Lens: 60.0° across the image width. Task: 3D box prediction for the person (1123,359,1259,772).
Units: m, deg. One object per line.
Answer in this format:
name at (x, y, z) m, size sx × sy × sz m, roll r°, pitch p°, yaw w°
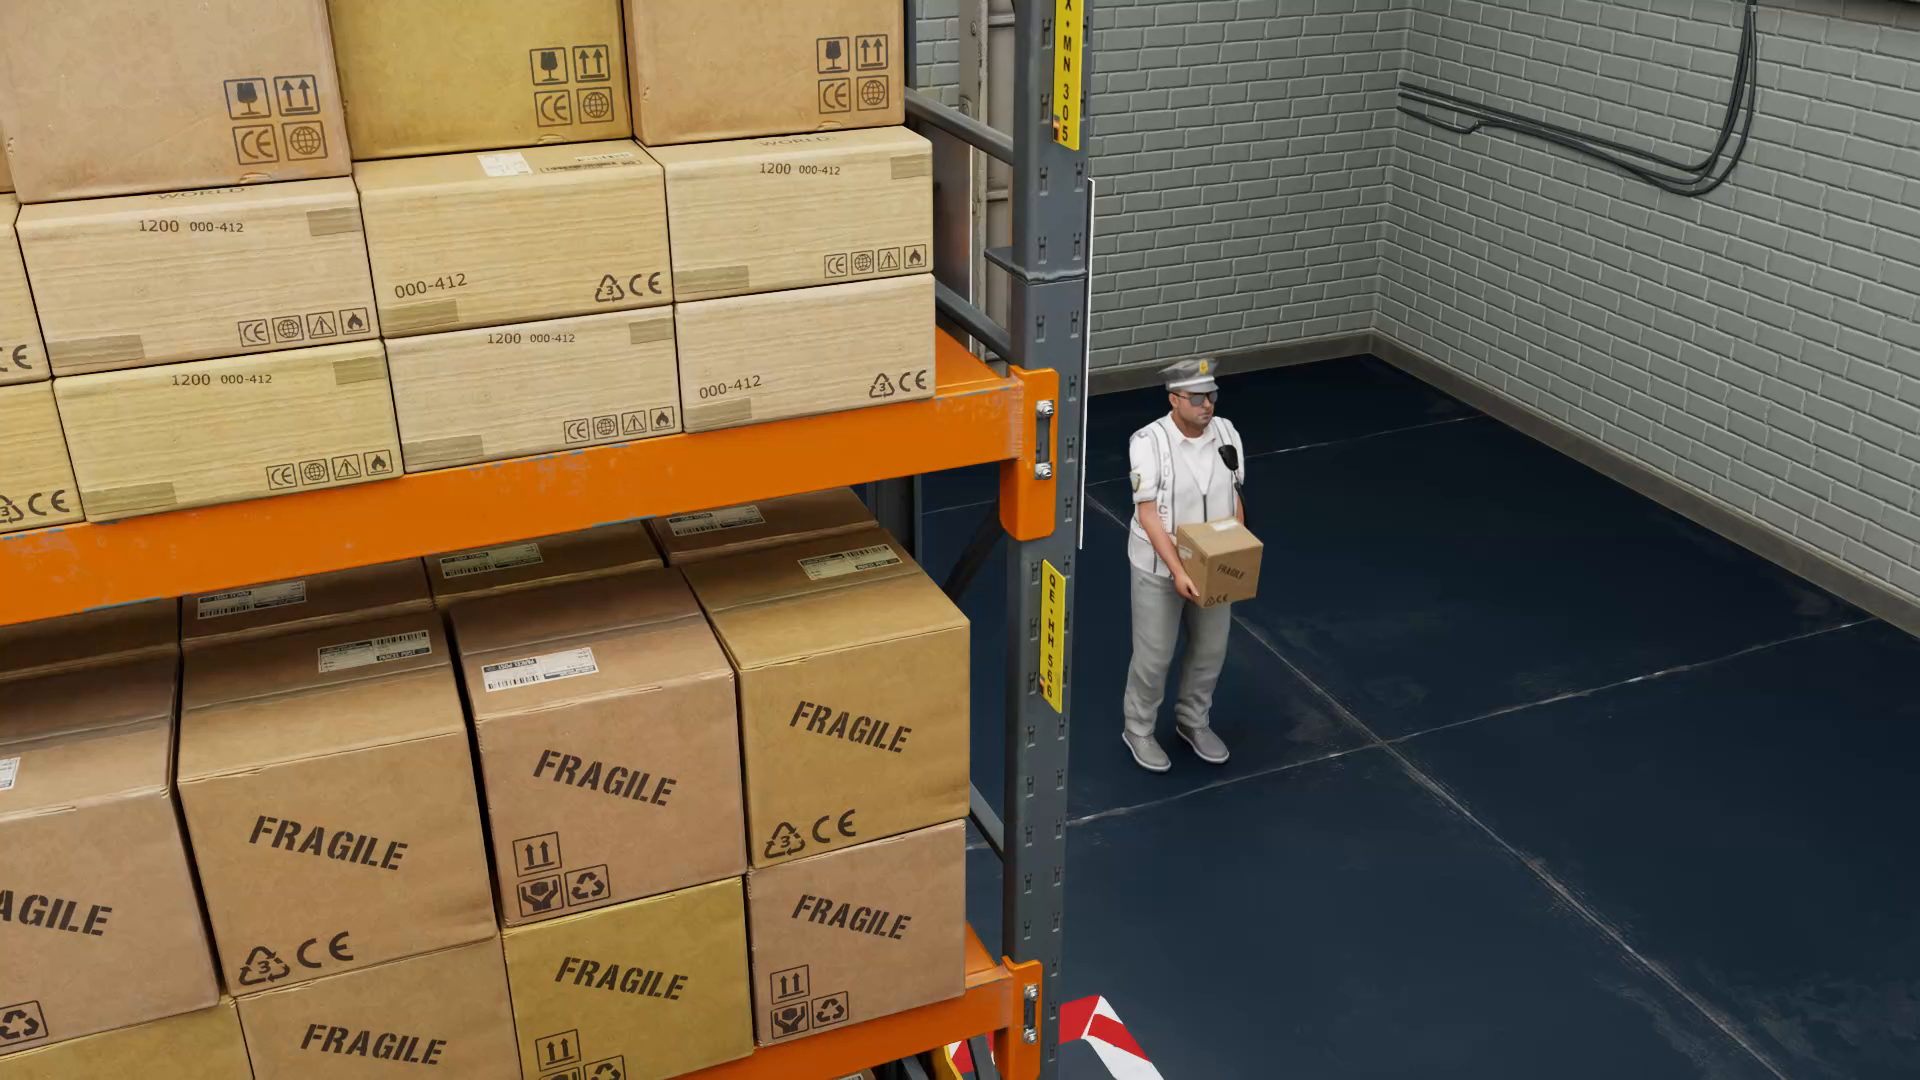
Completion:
person at (0.961, 0.117, 6.832) m, size 0.504 × 1.772 × 0.562 m, roll -11°, pitch 28°, yaw -21°
